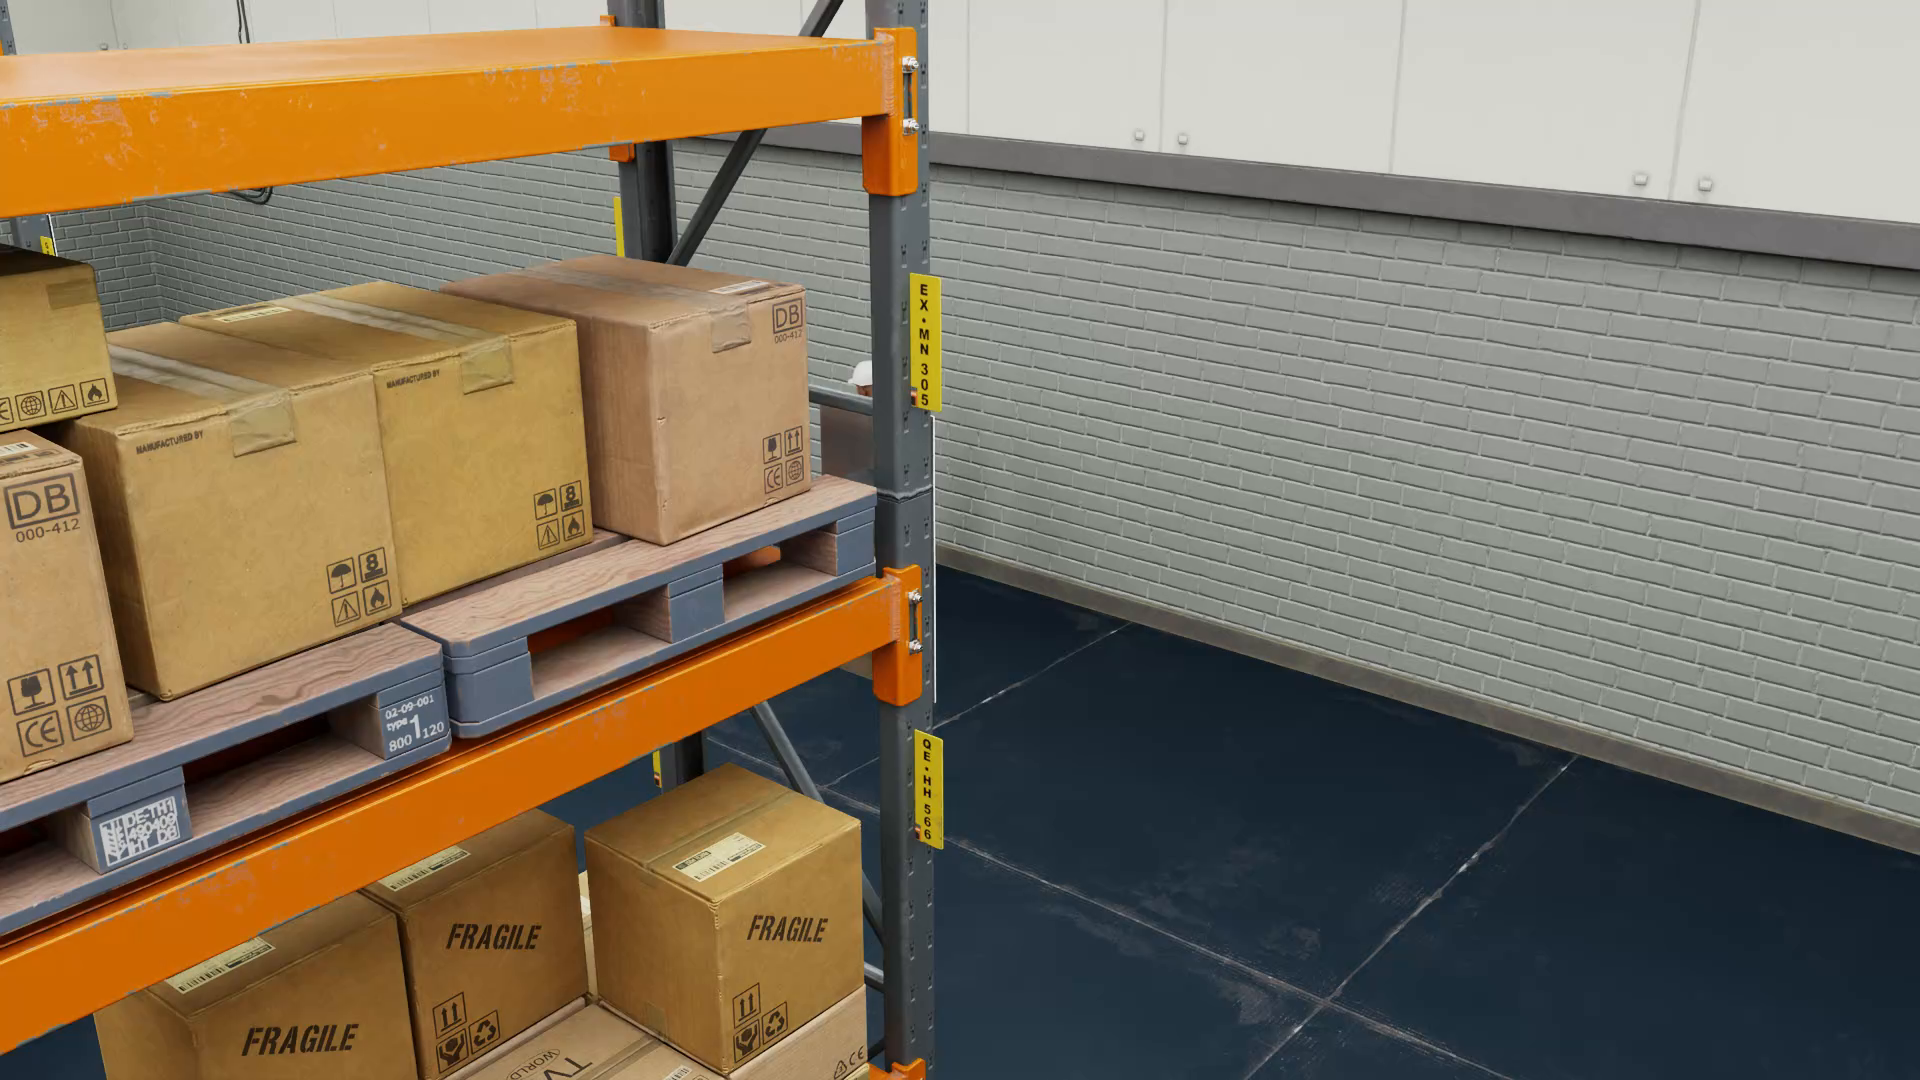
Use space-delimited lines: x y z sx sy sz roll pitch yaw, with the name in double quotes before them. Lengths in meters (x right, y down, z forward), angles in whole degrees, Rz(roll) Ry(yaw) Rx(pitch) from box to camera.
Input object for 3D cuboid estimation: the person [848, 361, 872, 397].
"person" -0.511 -0.316 10.913 0.460 1.760 0.625 15 25 36
